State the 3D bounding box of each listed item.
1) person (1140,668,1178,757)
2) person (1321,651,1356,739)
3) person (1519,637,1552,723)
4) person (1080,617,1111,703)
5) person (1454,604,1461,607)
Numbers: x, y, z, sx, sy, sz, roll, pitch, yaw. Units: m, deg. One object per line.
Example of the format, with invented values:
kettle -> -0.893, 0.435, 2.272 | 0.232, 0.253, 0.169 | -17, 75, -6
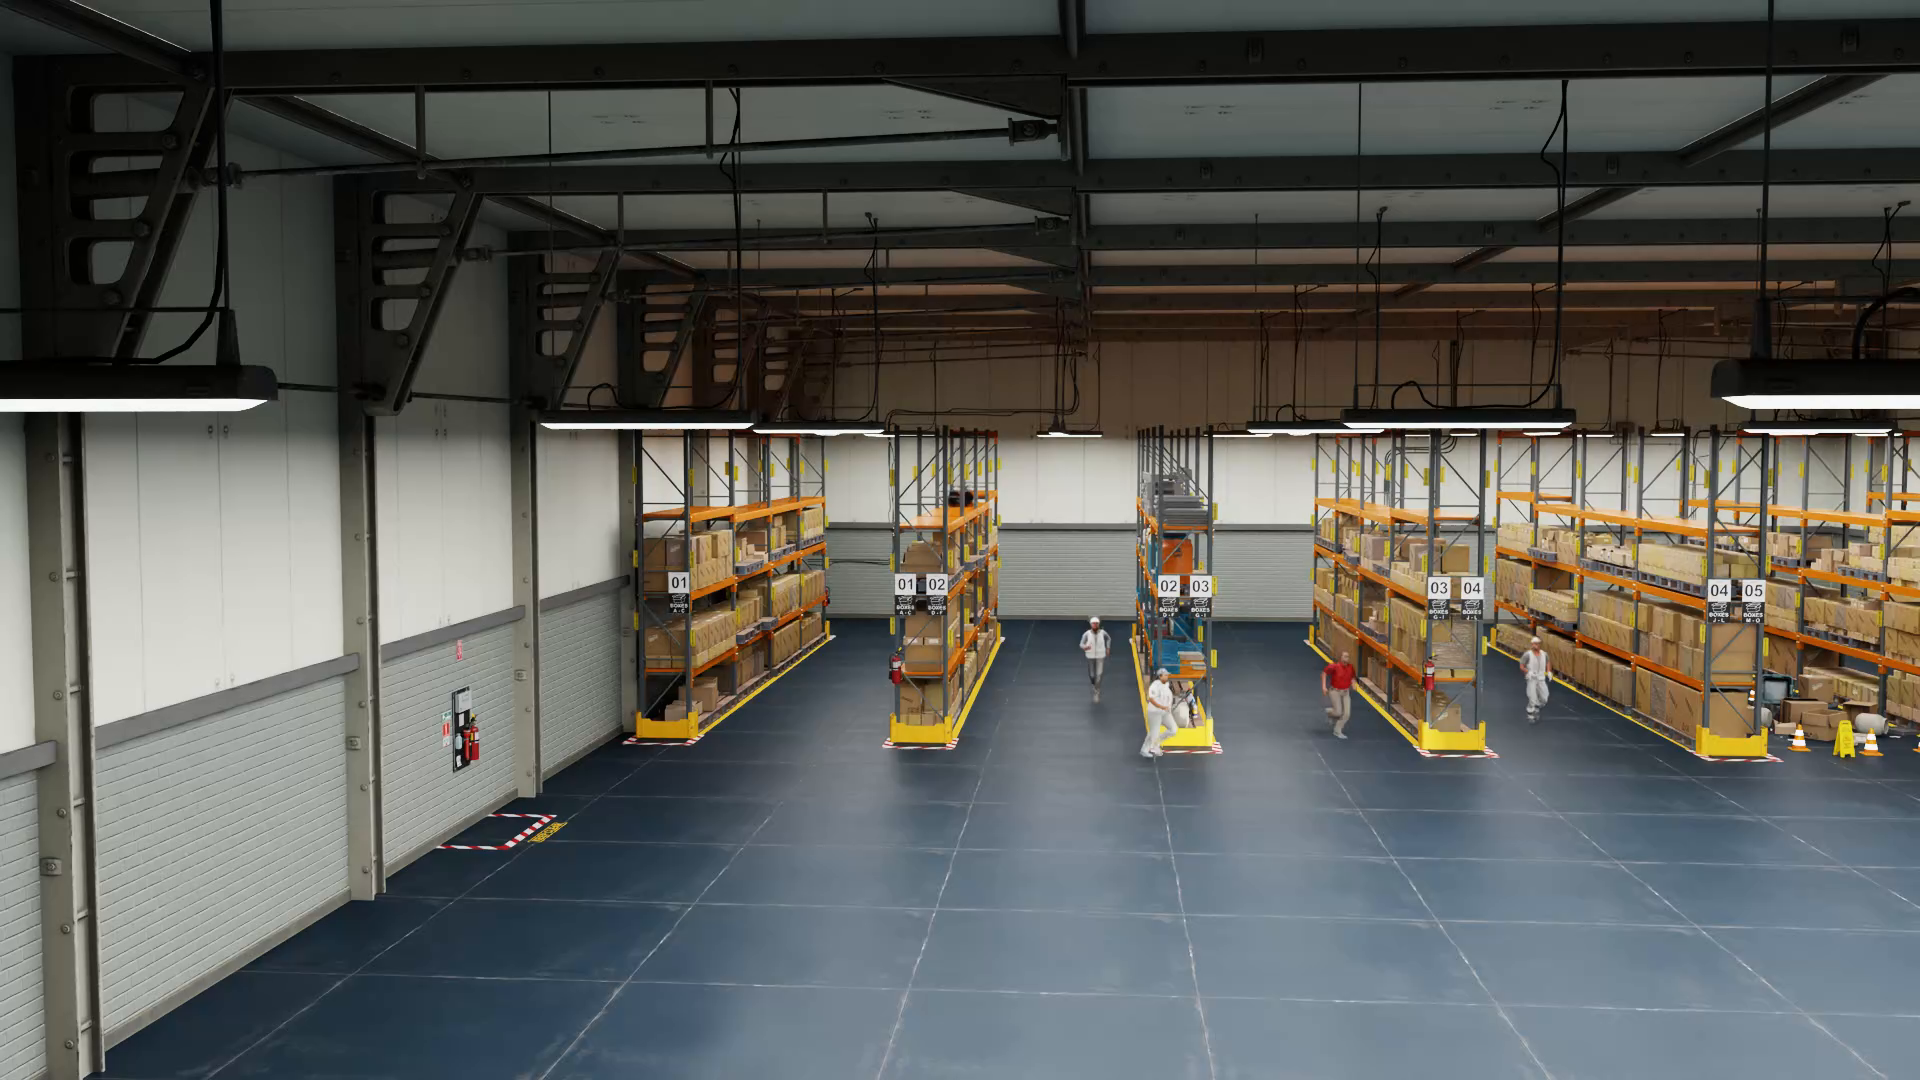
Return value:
person -> 3.628, 3.105, 29.961 | 0.641, 1.603, 0.630 | -3, 5, -41
person -> 7.324, 2.977, 32.087 | 0.701, 1.687, 0.708 | -1, 4, -19
person -> 11.628, 2.828, 33.485 | 0.700, 1.743, 0.602 | 0, 3, -4
person -> 2.971, 2.595, 36.439 | 0.687, 1.816, 0.922 | 0, 3, 3
person -> 13.725, 2.103, 46.572 | 0.678, 1.638, 0.776 | 3, 4, 40
